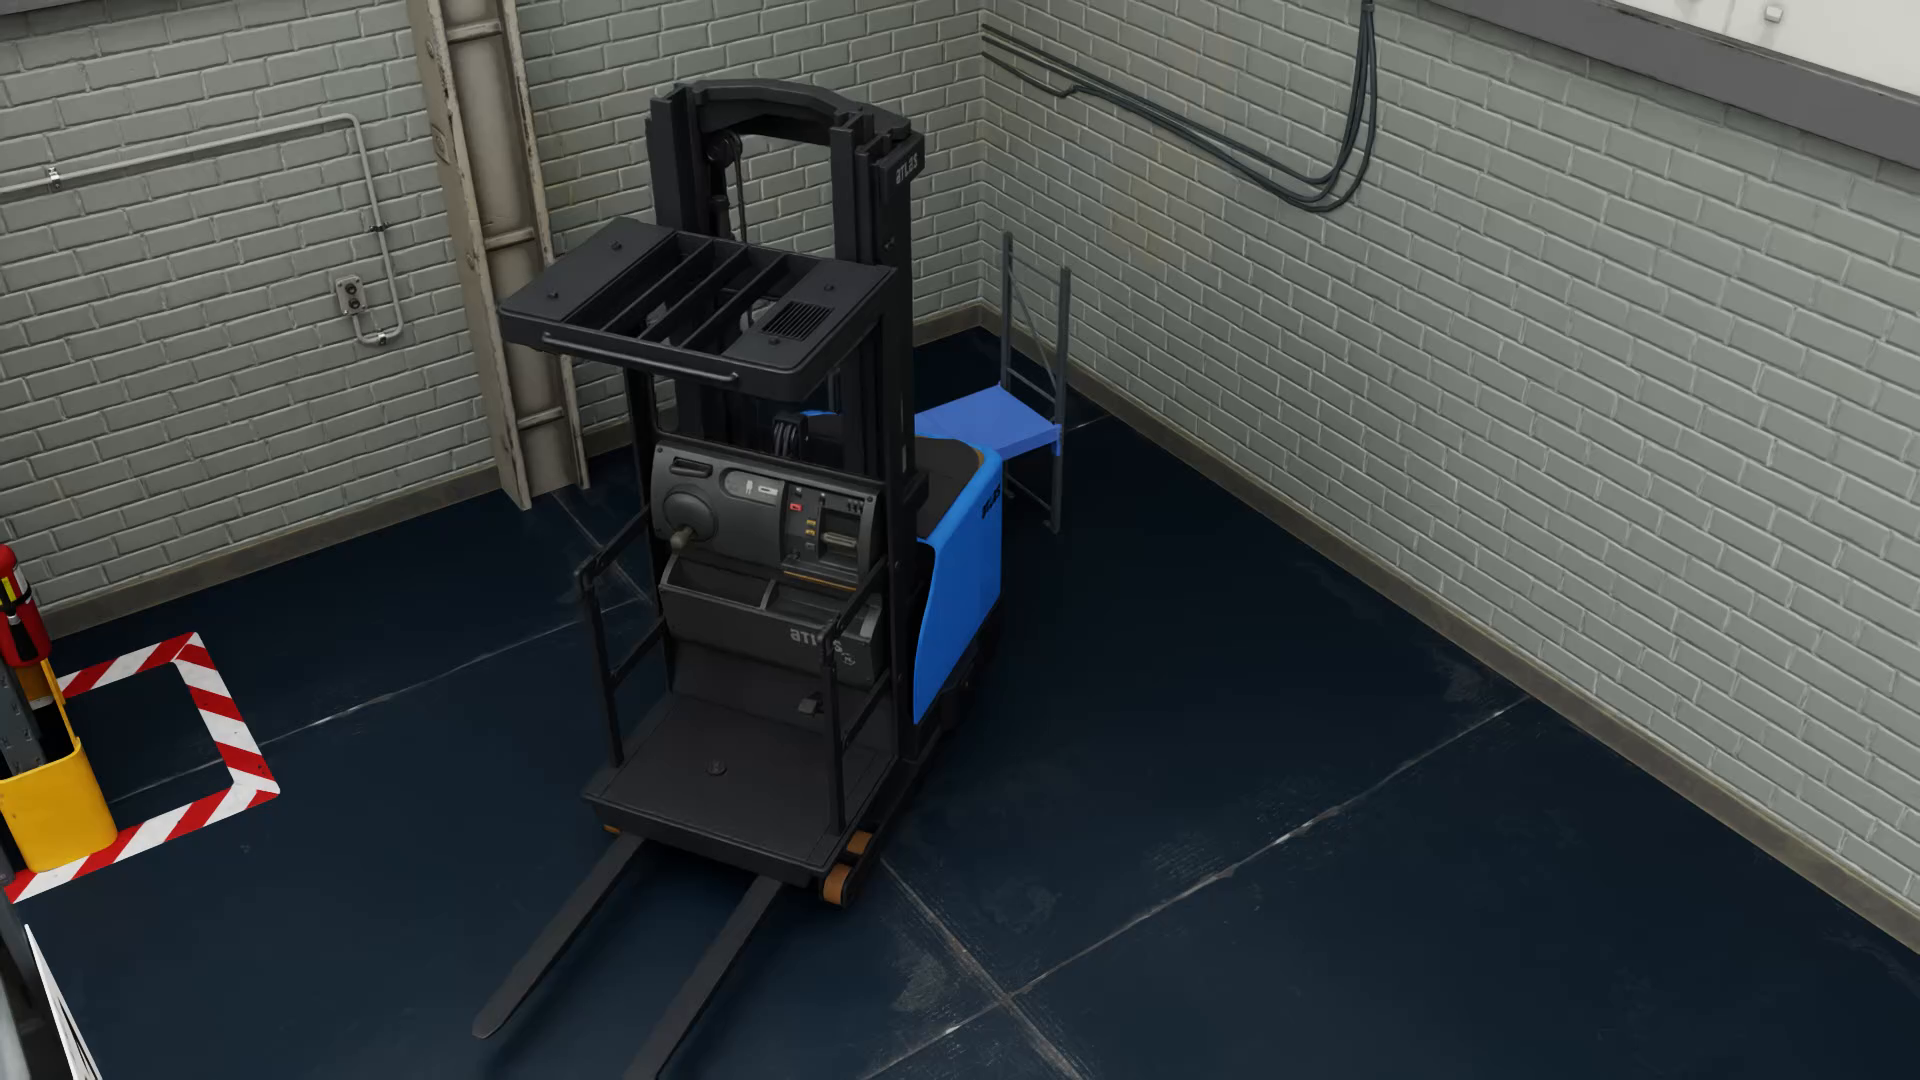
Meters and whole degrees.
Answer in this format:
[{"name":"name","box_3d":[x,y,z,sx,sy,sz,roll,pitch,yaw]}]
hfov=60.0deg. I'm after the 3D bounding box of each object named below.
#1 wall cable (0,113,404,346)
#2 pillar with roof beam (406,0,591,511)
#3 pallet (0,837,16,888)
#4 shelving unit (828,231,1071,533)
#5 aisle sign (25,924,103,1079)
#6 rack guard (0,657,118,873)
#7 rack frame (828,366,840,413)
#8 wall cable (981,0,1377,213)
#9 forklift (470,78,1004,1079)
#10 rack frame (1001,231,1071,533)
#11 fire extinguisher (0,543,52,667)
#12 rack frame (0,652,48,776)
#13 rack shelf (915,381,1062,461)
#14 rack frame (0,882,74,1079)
[{"name":"wall cable","box_3d":[-3.443,-1.484,7.188,1.851,1.984,0.084,-22,41,-28]},{"name":"pillar with roof beam","box_3d":[0.244,-1.891,3.486,0.400,9.000,9.100,-22,41,-28]},{"name":"pallet","box_3d":[-4.553,1.249,6.646,1.213,0.211,1.003,-22,41,-28]},{"name":"shelving unit","box_3d":[-0.053,-0.602,8.115,1.048,1.500,0.538,-22,41,-28]},{"name":"aisle sign","box_3d":[-1.201,0.955,2.440,0.004,0.787,0.394,-22,41,-28]},{"name":"rack guard","box_3d":[-3.925,0.817,6.999,0.348,0.500,1.175,-22,41,-28]},{"name":"rack frame","box_3d":[-0.471,-0.432,7.880,0.032,1.500,0.500,-22,41,-28]},{"name":"wall cable","box_3d":[0.884,-3.096,7.821,0.112,2.526,3.097,-22,41,-28]},{"name":"forklift","box_3d":[-0.824,-0.032,6.098,1.130,2.935,3.031,13,38,18]},{"name":"rack frame","box_3d":[0.364,-0.771,8.351,0.032,1.500,0.500,-22,41,-28]},{"name":"fire extinguisher","box_3d":[-3.556,0.163,6.154,0.183,0.674,0.296,-22,41,-28]},{"name":"rack frame","box_3d":[-3.945,-0.189,6.258,0.127,3.000,1.000,-22,41,-28]},{"name":"rack shelf","box_3d":[-0.053,-0.456,8.220,1.000,0.185,0.538,-22,41,-28]},{"name":"rack frame","box_3d":[-1.088,-0.262,1.221,0.127,3.000,1.000,-22,41,-28]}]
